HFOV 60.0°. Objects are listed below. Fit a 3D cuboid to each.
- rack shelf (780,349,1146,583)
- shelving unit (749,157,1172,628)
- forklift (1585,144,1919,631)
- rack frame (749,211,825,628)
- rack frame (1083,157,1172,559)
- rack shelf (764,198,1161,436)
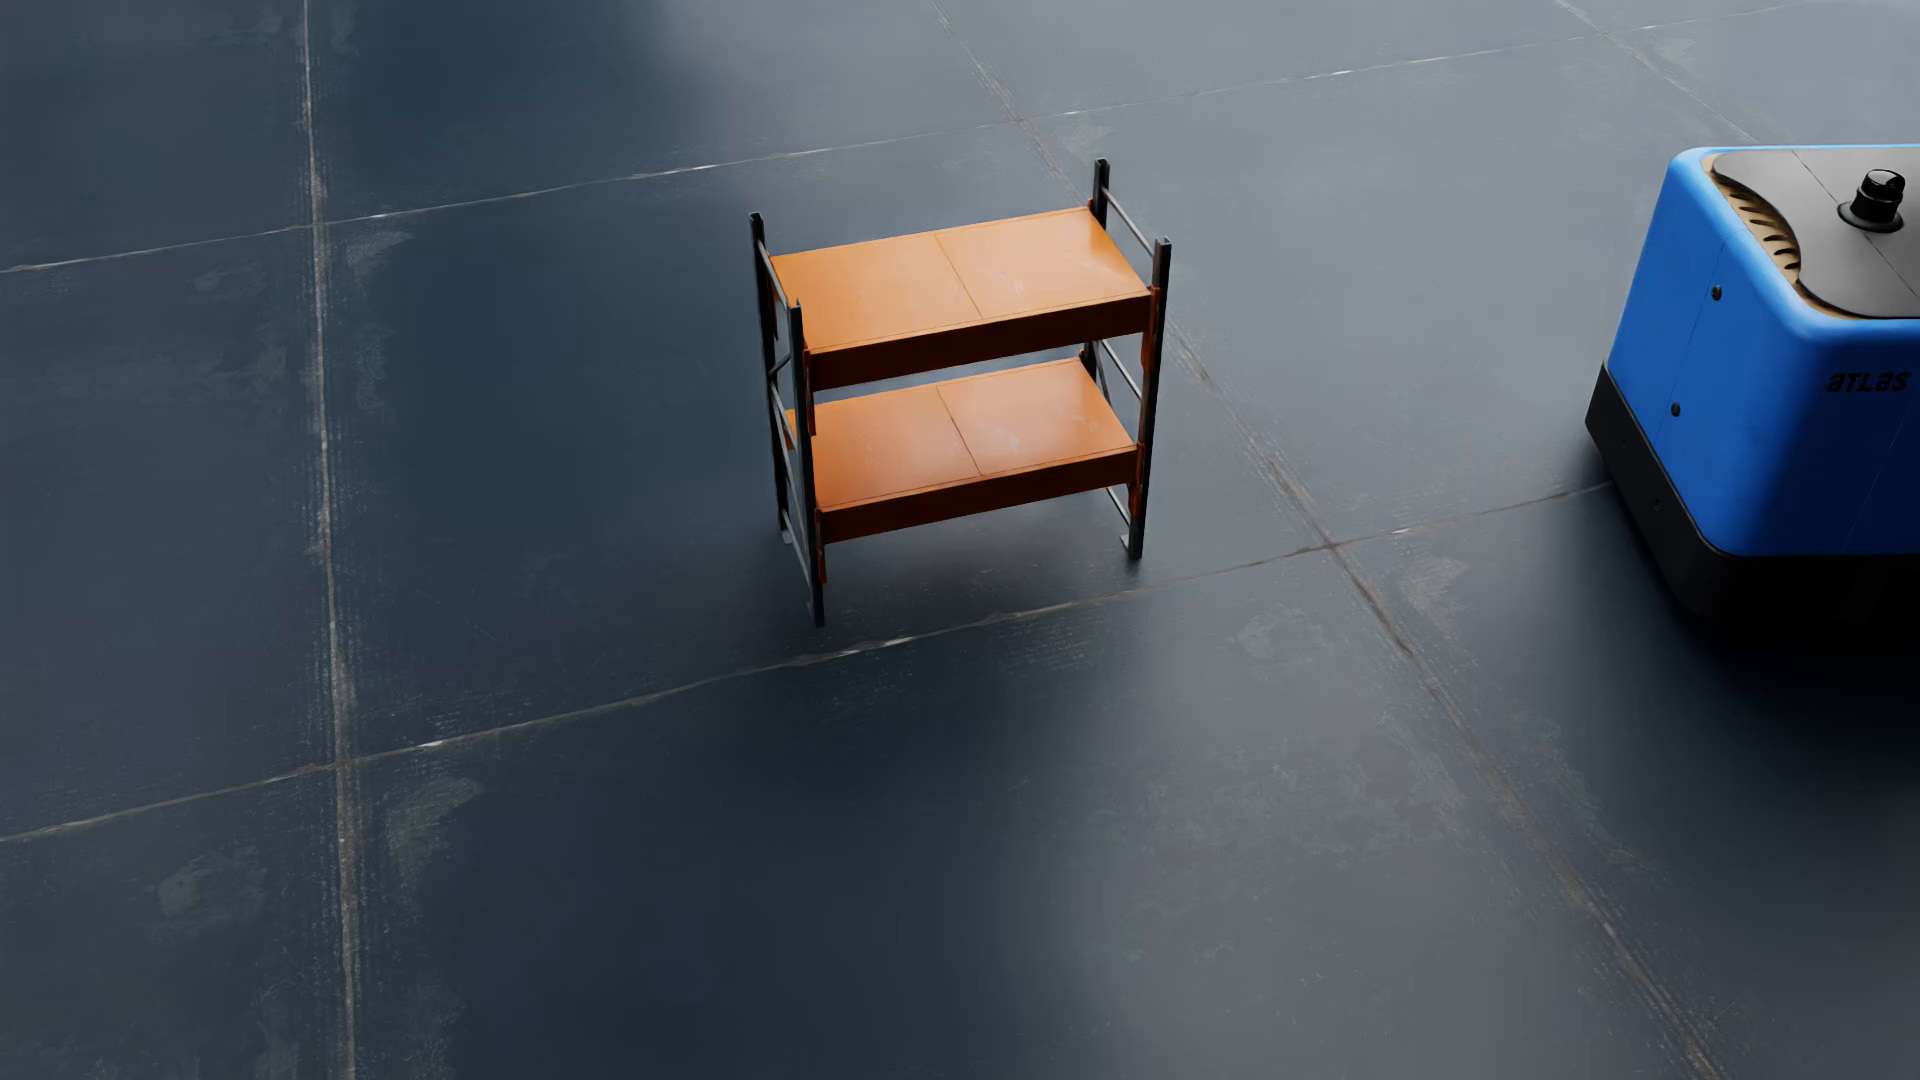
[{"bbox_3d":[-0.006,-0.238,5.039,1.000,0.278,0.538,-12,42,-13],"label":"rack shelf"},{"bbox_3d":[-0.006,-0.422,4.878,1.048,1.125,0.538,-12,42,-13],"label":"shelving unit"},{"bbox_3d":[3.628,-1.188,4.383,3.031,2.935,1.130,-1,41,-2],"label":"forklift"},{"bbox_3d":[-0.491,-0.322,4.763,0.032,1.125,0.500,-12,42,-13],"label":"rack frame"},{"bbox_3d":[0.478,-0.523,4.993,0.032,1.125,0.500,-12,42,-13],"label":"rack frame"},{"bbox_3d":[-0.006,-0.643,4.686,1.000,0.278,0.538,-12,42,-13],"label":"rack shelf"}]
